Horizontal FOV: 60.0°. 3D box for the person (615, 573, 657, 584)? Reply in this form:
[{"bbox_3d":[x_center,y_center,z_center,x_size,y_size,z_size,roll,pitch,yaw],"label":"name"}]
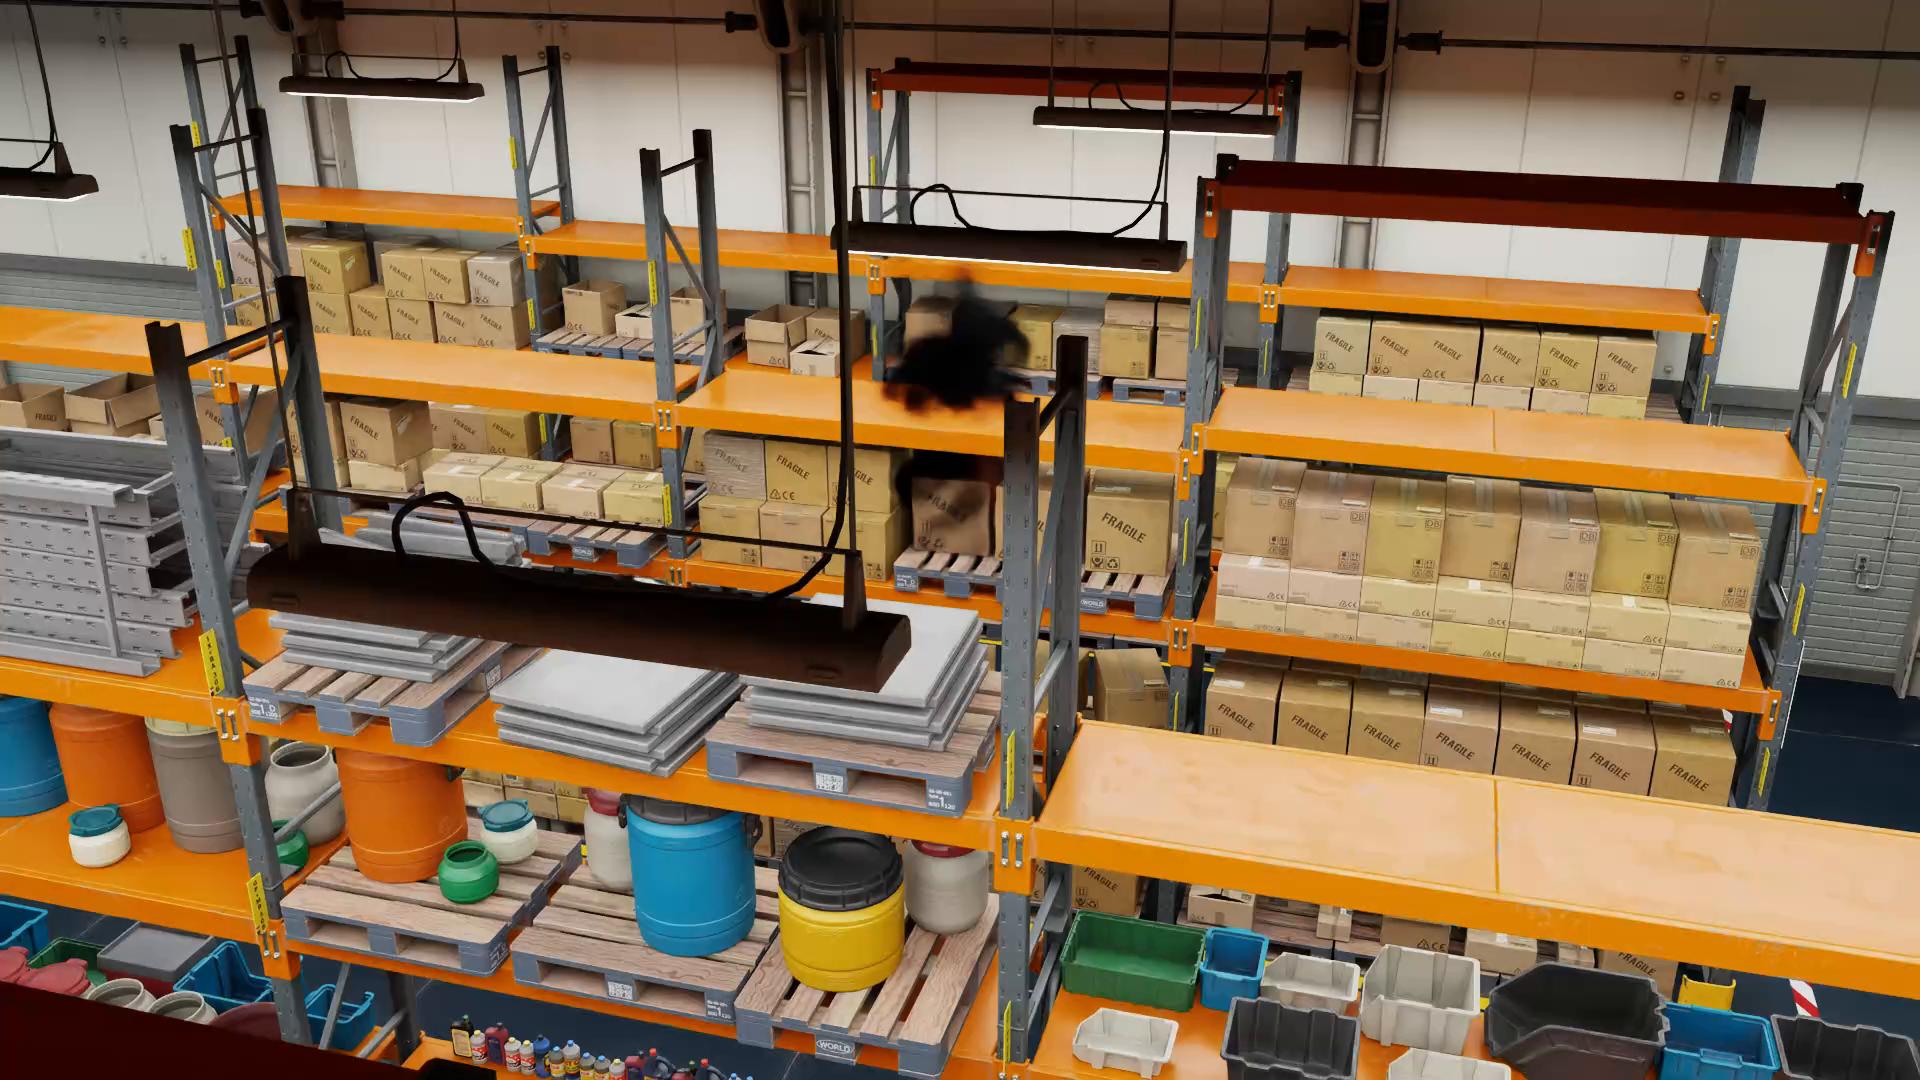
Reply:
[{"bbox_3d":[-3.200,0.979,16.139,0.728,1.801,0.671,3,23,8],"label":"person"}]
